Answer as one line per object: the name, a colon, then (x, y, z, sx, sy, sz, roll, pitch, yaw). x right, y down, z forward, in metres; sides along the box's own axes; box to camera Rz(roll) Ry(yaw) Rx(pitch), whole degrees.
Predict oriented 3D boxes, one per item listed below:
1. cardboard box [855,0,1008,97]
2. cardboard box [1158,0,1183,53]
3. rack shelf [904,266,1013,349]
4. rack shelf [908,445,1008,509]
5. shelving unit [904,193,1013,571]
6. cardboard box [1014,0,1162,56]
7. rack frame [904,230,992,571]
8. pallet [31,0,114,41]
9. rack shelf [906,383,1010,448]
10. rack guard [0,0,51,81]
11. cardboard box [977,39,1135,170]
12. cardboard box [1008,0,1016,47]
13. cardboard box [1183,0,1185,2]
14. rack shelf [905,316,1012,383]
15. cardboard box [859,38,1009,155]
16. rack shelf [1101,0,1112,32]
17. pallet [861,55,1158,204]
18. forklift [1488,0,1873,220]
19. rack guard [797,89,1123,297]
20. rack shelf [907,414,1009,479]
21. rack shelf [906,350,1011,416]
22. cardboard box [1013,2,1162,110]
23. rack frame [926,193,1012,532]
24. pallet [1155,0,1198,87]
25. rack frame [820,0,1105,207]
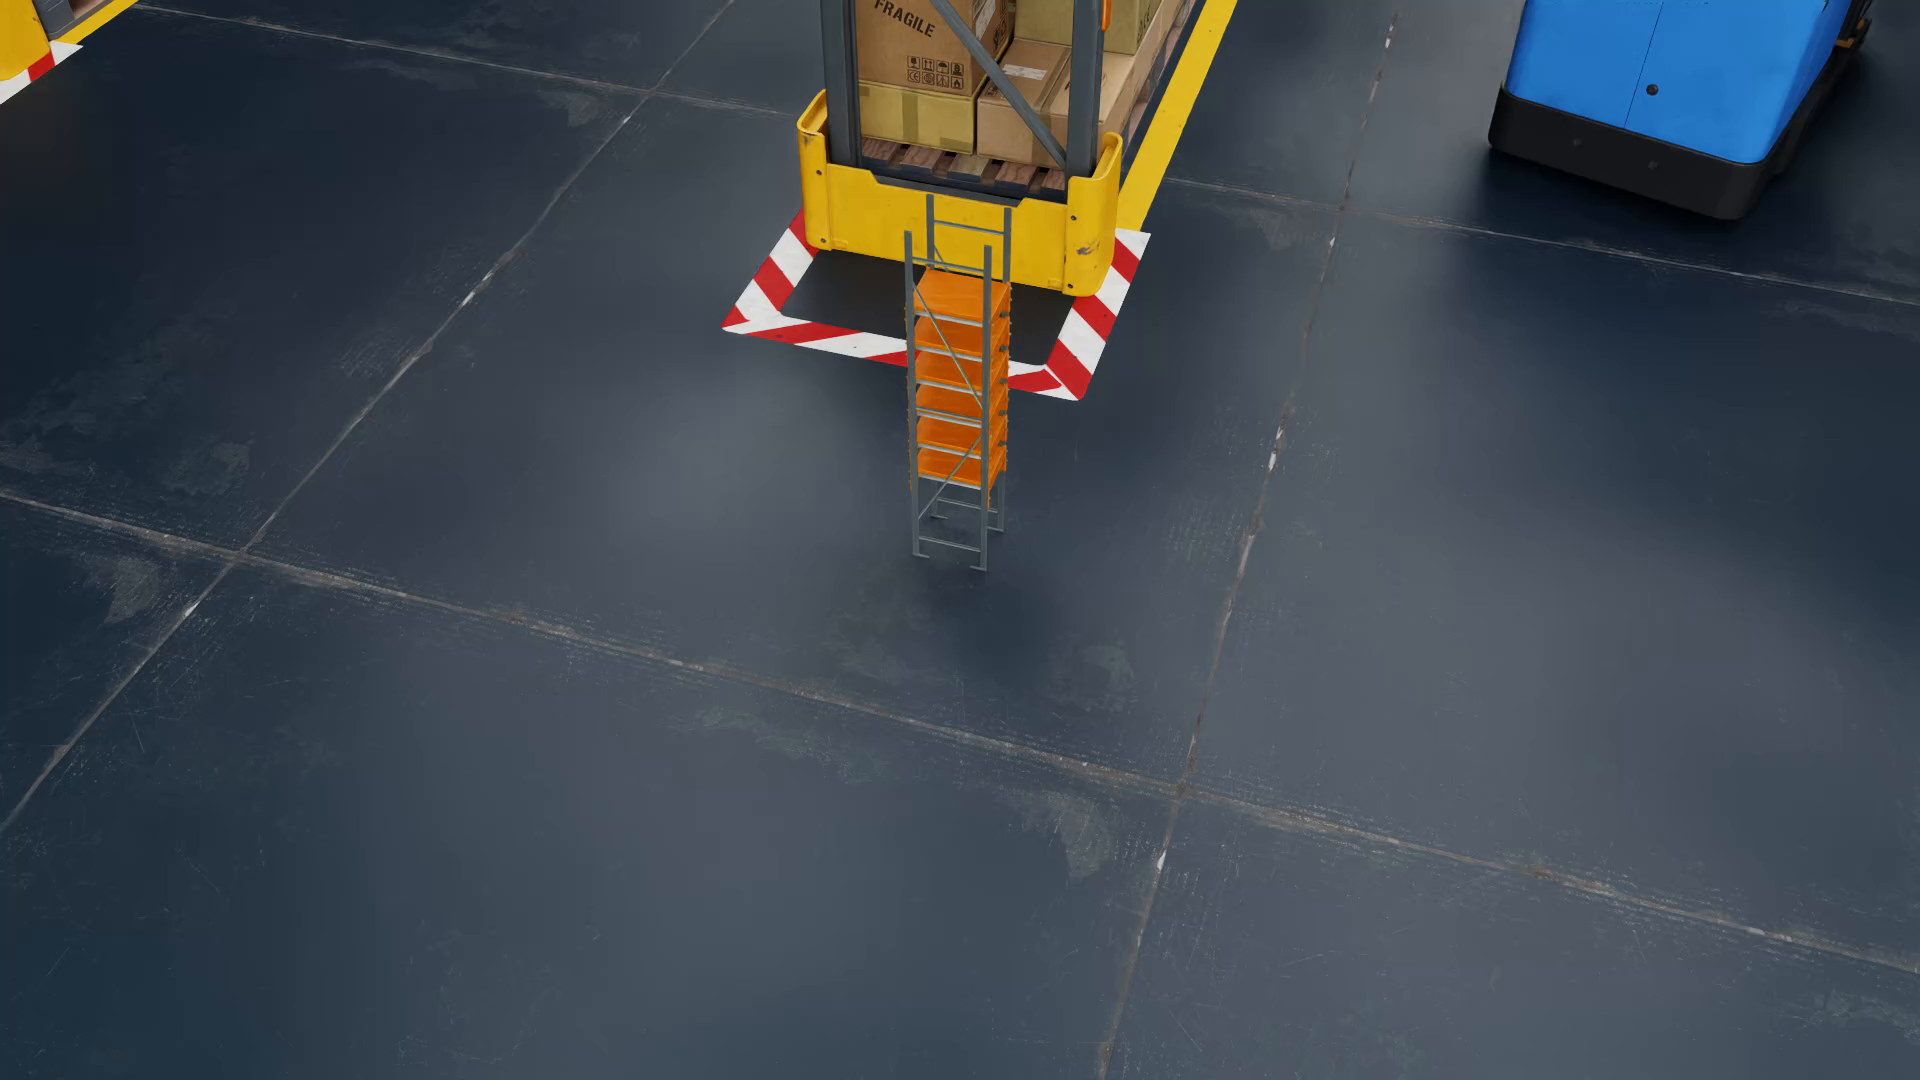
cardboard box: (-0.119, -2.073, 6.354, 0.500, 0.500, 0.500, 13, 46, 13)
cardboard box: (0.676, -2.362, 7.185, 0.500, 0.250, 0.500, 13, 46, 13)
rack shelf: (-0.004, -0.645, 4.600, 0.258, 0.103, 0.180, 13, 46, 12)
rack shelf: (-0.004, -0.216, 5.019, 0.258, 0.103, 0.180, 13, 46, 12)
shelving unit: (-0.004, -0.419, 4.820, 0.258, 1.200, 0.189, 13, 46, 13)
cardboard box: (0.526, -2.297, 6.582, 0.500, 0.500, 0.500, 13, 46, 13)
rack frame: (-0.032, -0.358, 4.758, 0.240, 1.200, 0.006, 13, 46, 13)
pallet: (-4.417, -2.852, 8.014, 1.003, 0.211, 1.213, 13, 46, 13)
rack shelf: (-0.004, -0.387, 4.852, 0.258, 0.103, 0.180, 13, 46, 12)
rack guard: (-4.697, -2.421, 7.367, 1.175, 0.500, 0.348, 13, 46, 13)
cardboard box: (0.377, -1.695, 6.503, 0.500, 0.250, 0.500, 13, 46, 13)
cardboard box: (0.023, -2.141, 6.959, 0.500, 0.250, 0.500, 13, 46, 13)
cardboard box: (0.833, -2.695, 7.525, 0.500, 0.250, 0.500, 13, 46, 13)
rack shelf: (-0.004, -0.559, 4.684, 0.258, 0.103, 0.180, 13, 46, 12)
cardboard box: (-0.117, -1.805, 6.615, 0.500, 0.250, 0.500, 13, 46, 13)
rack shelf: (0.608, -3.293, 6.985, 1.077, 0.370, 4.000, 13, 46, 13)
pallet: (0.194, -1.739, 6.877, 1.003, 0.211, 1.213, 13, 46, 13)
forklift: (3.412, -3.281, 6.507, 1.130, 2.935, 3.031, 26, 50, 24)
rack guard: (-0.005, -1.308, 6.229, 1.175, 0.500, 0.348, 13, 46, 13)
rack shelf: (-0.004, -0.302, 4.936, 0.258, 0.103, 0.180, 13, 46, 12)
rack shelf: (-0.004, -0.473, 4.768, 0.258, 0.103, 0.180, 13, 46, 12)
cardboard box: (0.525, -2.029, 6.845, 0.500, 0.250, 0.500, 13, 46, 13)
rack frame: (0.023, -0.480, 4.883, 0.240, 1.200, 0.006, 13, 46, 13)
pallet: (0.565, -2.550, 7.705, 1.003, 0.211, 1.213, 13, 46, 13)
rack frame: (0.002, -2.217, 5.371, 1.000, 3.000, 0.127, 13, 46, 13)
